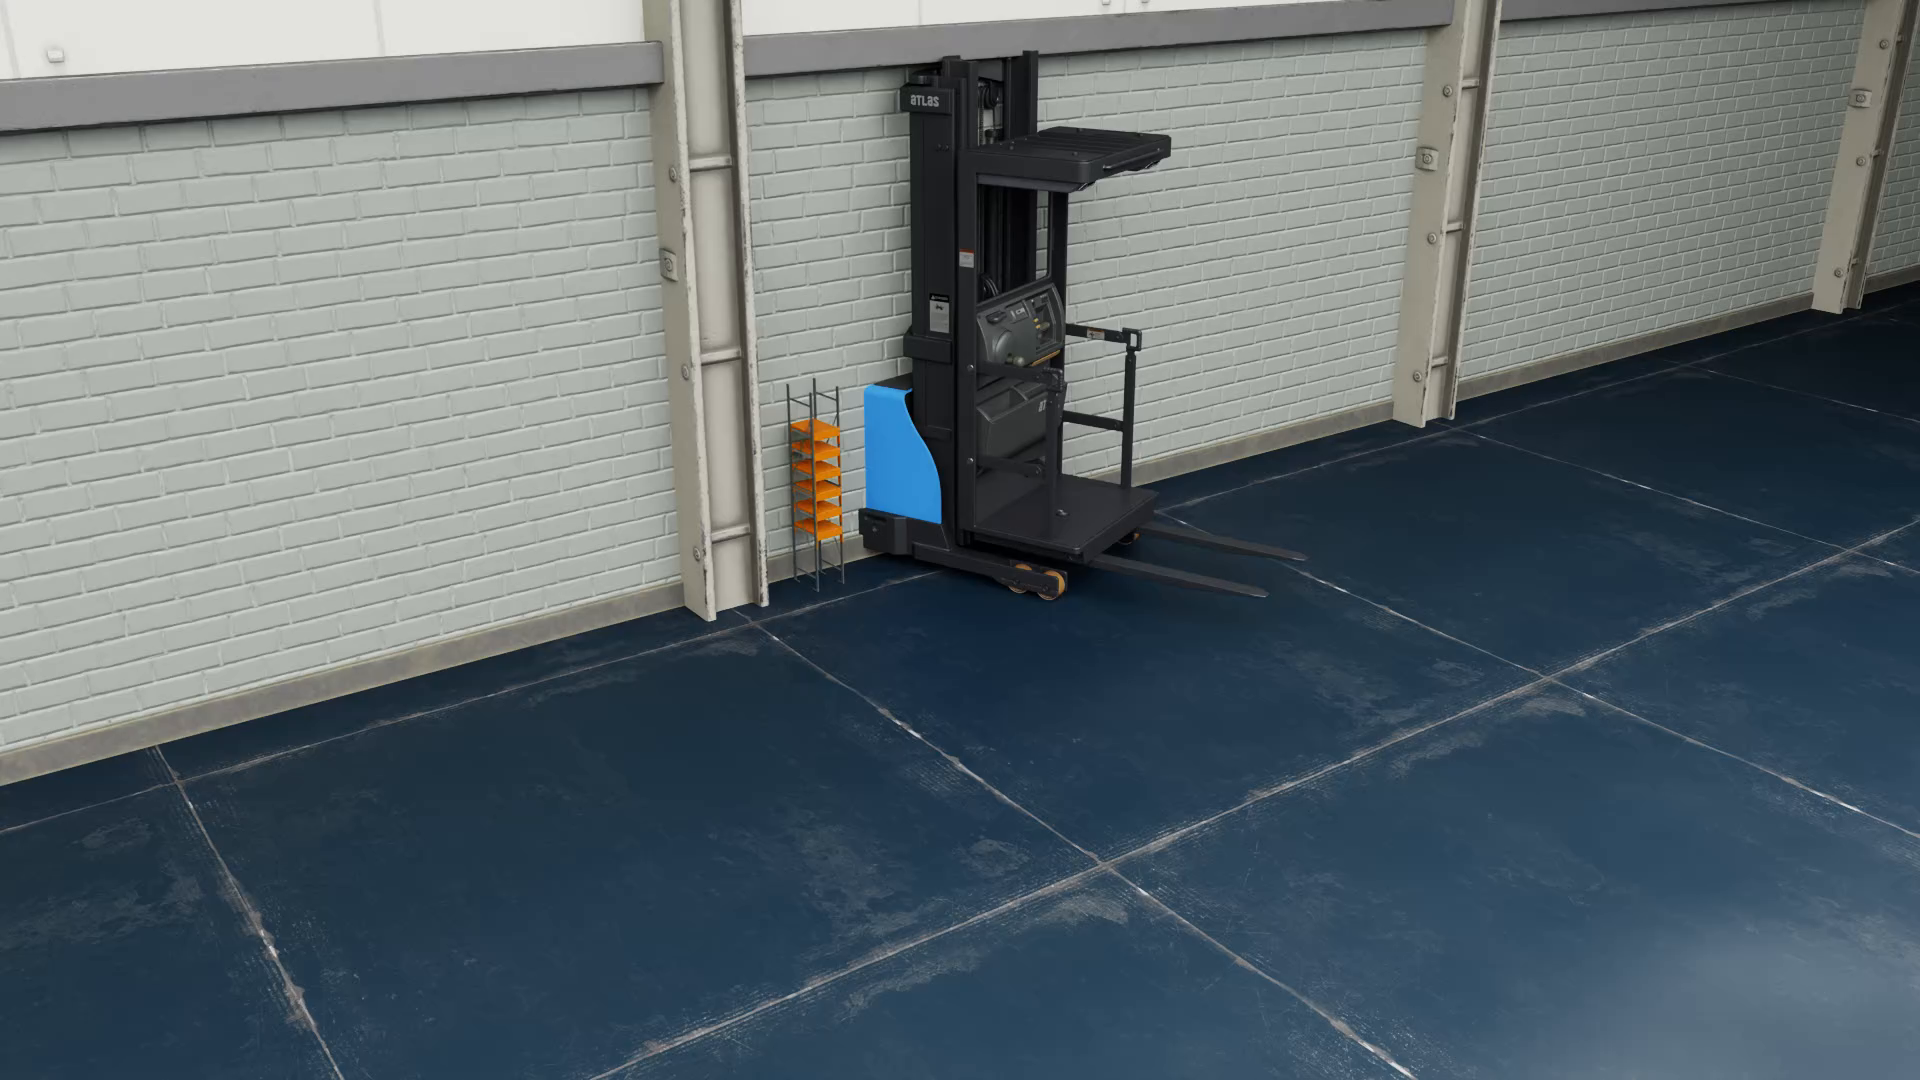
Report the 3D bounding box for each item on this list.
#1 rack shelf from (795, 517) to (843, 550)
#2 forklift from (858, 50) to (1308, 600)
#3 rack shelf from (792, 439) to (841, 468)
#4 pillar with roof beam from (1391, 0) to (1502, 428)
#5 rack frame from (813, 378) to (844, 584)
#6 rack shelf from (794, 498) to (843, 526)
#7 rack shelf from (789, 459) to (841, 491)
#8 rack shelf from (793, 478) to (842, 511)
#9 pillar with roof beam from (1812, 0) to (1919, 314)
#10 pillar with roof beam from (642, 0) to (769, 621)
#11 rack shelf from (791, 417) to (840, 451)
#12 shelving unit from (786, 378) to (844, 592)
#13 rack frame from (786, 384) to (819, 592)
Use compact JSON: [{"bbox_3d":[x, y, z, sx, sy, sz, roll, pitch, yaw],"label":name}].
[{"bbox_3d":[-0.829,-0.048,9.664,0.180,0.103,0.258,-18,28,-37],"label":"rack shelf"},{"bbox_3d":[0.536,-1.241,9.552,3.031,2.935,1.130,13,25,29],"label":"forklift"},{"bbox_3d":[-0.829,-0.493,9.486,0.180,0.103,0.258,-18,28,-37],"label":"rack shelf"},{"bbox_3d":[6.051,-3.818,7.822,0.400,9.000,9.100,-15,26,-33],"label":"pillar with roof beam"},{"bbox_3d":[-0.759,-0.334,9.614,0.006,1.200,0.240,-18,28,-37],"label":"rack frame"},{"bbox_3d":[-0.829,-0.159,9.620,0.180,0.103,0.258,-18,28,-37],"label":"rack shelf"},{"bbox_3d":[-0.829,-0.382,9.531,0.180,0.103,0.258,-18,28,-37],"label":"rack shelf"},{"bbox_3d":[-0.829,-0.271,9.575,0.180,0.103,0.258,-18,28,-37],"label":"rack shelf"},{"bbox_3d":[10.921,-5.116,11.077,0.400,9.000,9.100,-15,26,-33],"label":"pillar with roof beam"},{"bbox_3d":[1.180,-2.519,4.567,0.400,9.000,9.100,-15,26,-33],"label":"pillar with roof beam"},{"bbox_3d":[-0.829,-0.605,9.442,0.180,0.103,0.258,-18,28,-37],"label":"rack shelf"},{"bbox_3d":[-0.829,-0.312,9.559,0.189,1.200,0.258,-18,28,-37],"label":"shelving unit"},{"bbox_3d":[-0.898,-0.290,9.504,0.006,1.200,0.240,-18,28,-37],"label":"rack frame"}]
